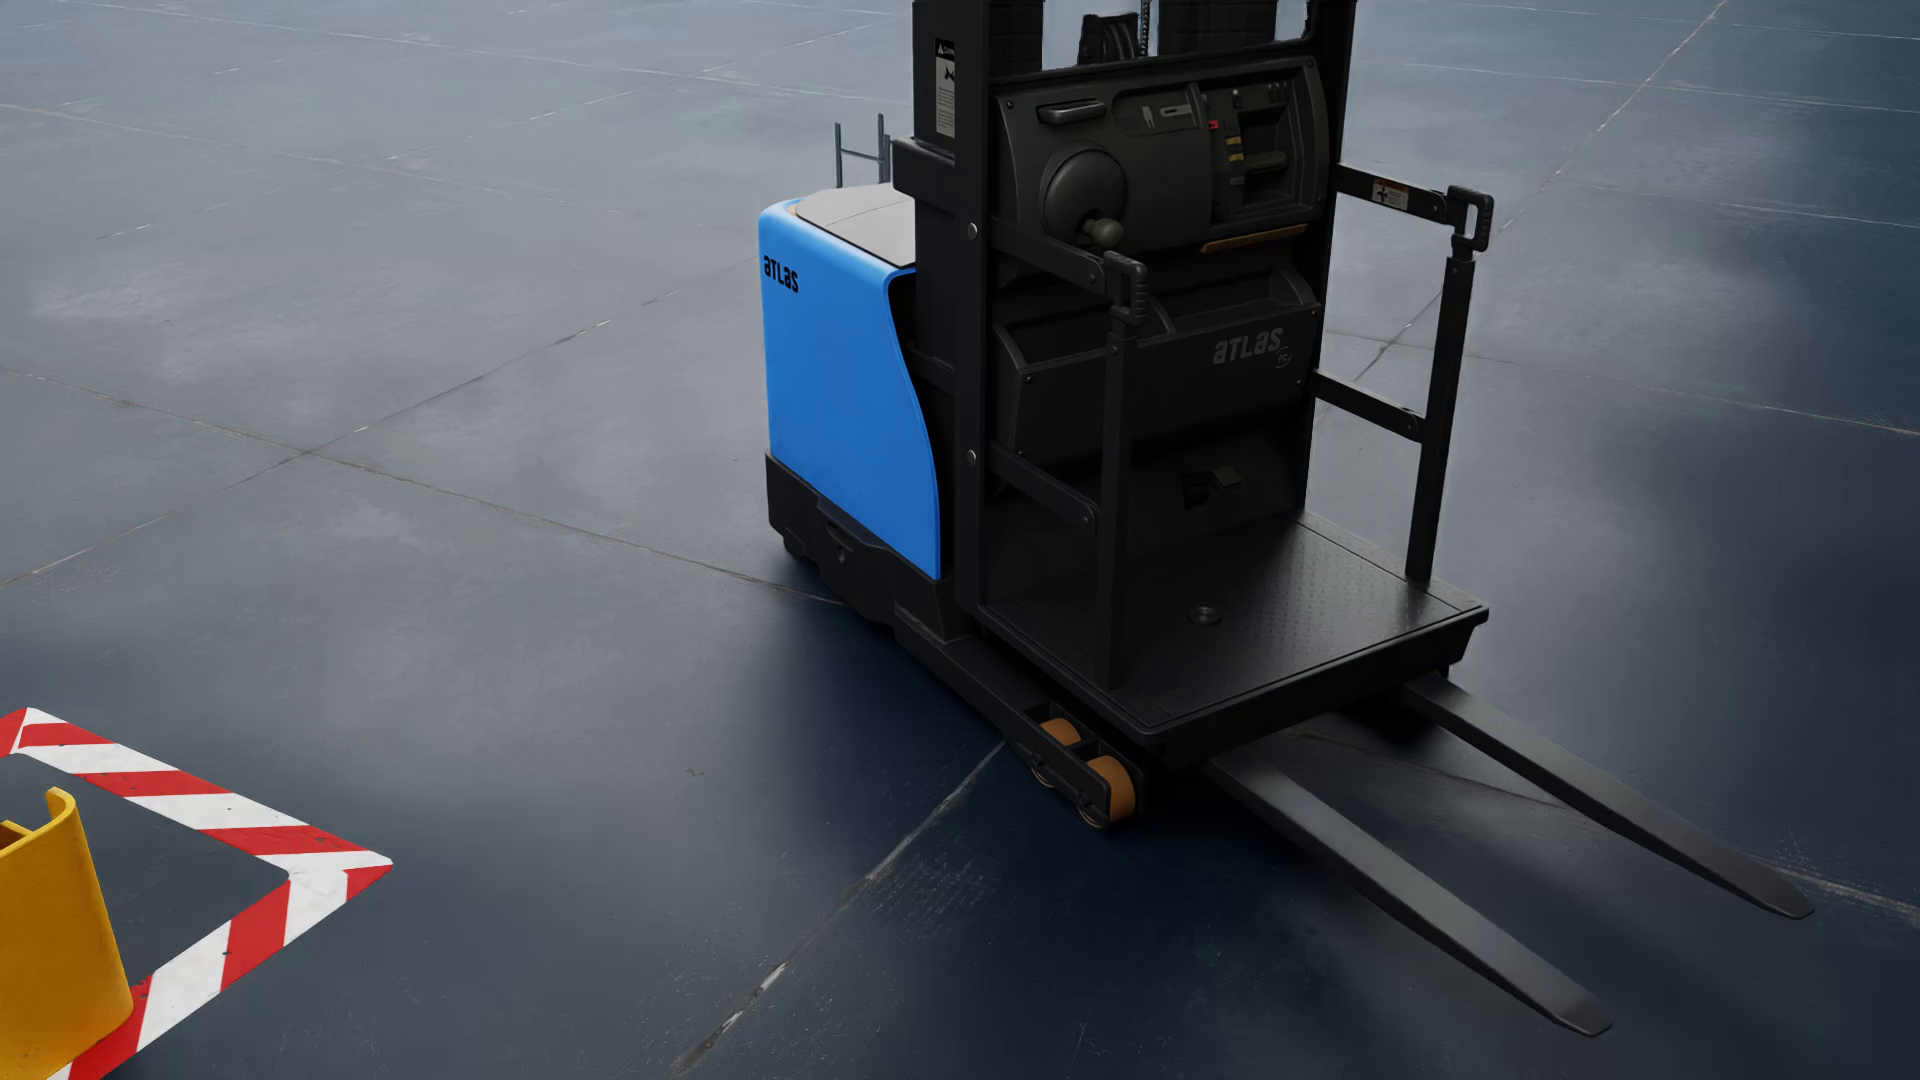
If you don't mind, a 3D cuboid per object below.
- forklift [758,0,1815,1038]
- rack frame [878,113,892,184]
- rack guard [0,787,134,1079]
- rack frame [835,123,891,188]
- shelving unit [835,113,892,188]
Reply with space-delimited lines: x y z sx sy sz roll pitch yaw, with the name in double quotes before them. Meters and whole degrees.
"forklift" 0.610 -0.876 3.725 1.130 2.935 3.031 -16 31 -28
"rack frame" -0.173 -0.779 5.466 0.240 1.200 0.006 23 35 38
"rack guard" -2.235 0.660 3.374 1.175 0.500 0.348 14 30 26
"rack frame" -0.300 -0.720 5.348 0.240 1.200 0.006 23 35 38
"shelving unit" -0.236 -0.750 5.407 0.258 1.200 0.189 23 35 38
